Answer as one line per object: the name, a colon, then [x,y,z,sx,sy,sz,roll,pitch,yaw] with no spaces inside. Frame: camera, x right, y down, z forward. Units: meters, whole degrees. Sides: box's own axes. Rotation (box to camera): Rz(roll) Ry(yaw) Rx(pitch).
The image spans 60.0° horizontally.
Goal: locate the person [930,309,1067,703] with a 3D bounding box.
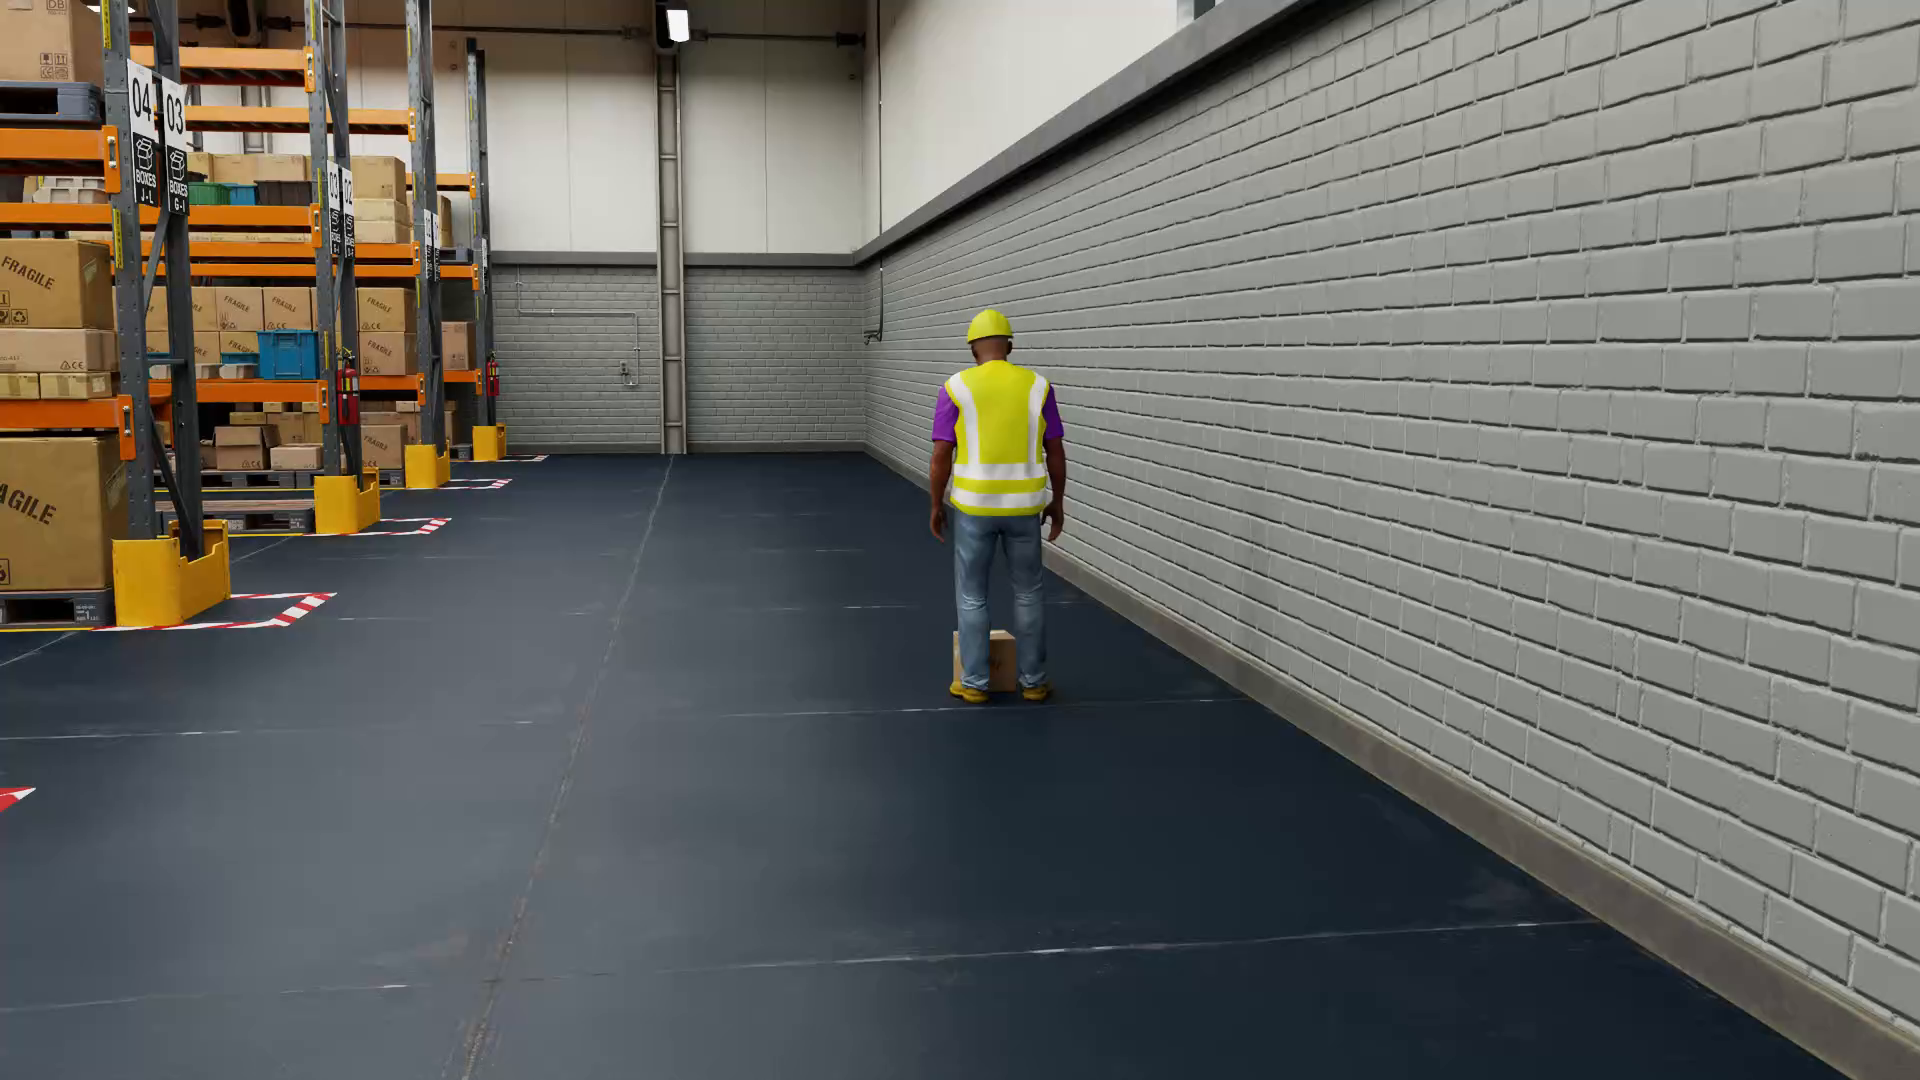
person: [0.168,-0.155,7.508,0.626,1.760,0.461,-1,7,-9]
